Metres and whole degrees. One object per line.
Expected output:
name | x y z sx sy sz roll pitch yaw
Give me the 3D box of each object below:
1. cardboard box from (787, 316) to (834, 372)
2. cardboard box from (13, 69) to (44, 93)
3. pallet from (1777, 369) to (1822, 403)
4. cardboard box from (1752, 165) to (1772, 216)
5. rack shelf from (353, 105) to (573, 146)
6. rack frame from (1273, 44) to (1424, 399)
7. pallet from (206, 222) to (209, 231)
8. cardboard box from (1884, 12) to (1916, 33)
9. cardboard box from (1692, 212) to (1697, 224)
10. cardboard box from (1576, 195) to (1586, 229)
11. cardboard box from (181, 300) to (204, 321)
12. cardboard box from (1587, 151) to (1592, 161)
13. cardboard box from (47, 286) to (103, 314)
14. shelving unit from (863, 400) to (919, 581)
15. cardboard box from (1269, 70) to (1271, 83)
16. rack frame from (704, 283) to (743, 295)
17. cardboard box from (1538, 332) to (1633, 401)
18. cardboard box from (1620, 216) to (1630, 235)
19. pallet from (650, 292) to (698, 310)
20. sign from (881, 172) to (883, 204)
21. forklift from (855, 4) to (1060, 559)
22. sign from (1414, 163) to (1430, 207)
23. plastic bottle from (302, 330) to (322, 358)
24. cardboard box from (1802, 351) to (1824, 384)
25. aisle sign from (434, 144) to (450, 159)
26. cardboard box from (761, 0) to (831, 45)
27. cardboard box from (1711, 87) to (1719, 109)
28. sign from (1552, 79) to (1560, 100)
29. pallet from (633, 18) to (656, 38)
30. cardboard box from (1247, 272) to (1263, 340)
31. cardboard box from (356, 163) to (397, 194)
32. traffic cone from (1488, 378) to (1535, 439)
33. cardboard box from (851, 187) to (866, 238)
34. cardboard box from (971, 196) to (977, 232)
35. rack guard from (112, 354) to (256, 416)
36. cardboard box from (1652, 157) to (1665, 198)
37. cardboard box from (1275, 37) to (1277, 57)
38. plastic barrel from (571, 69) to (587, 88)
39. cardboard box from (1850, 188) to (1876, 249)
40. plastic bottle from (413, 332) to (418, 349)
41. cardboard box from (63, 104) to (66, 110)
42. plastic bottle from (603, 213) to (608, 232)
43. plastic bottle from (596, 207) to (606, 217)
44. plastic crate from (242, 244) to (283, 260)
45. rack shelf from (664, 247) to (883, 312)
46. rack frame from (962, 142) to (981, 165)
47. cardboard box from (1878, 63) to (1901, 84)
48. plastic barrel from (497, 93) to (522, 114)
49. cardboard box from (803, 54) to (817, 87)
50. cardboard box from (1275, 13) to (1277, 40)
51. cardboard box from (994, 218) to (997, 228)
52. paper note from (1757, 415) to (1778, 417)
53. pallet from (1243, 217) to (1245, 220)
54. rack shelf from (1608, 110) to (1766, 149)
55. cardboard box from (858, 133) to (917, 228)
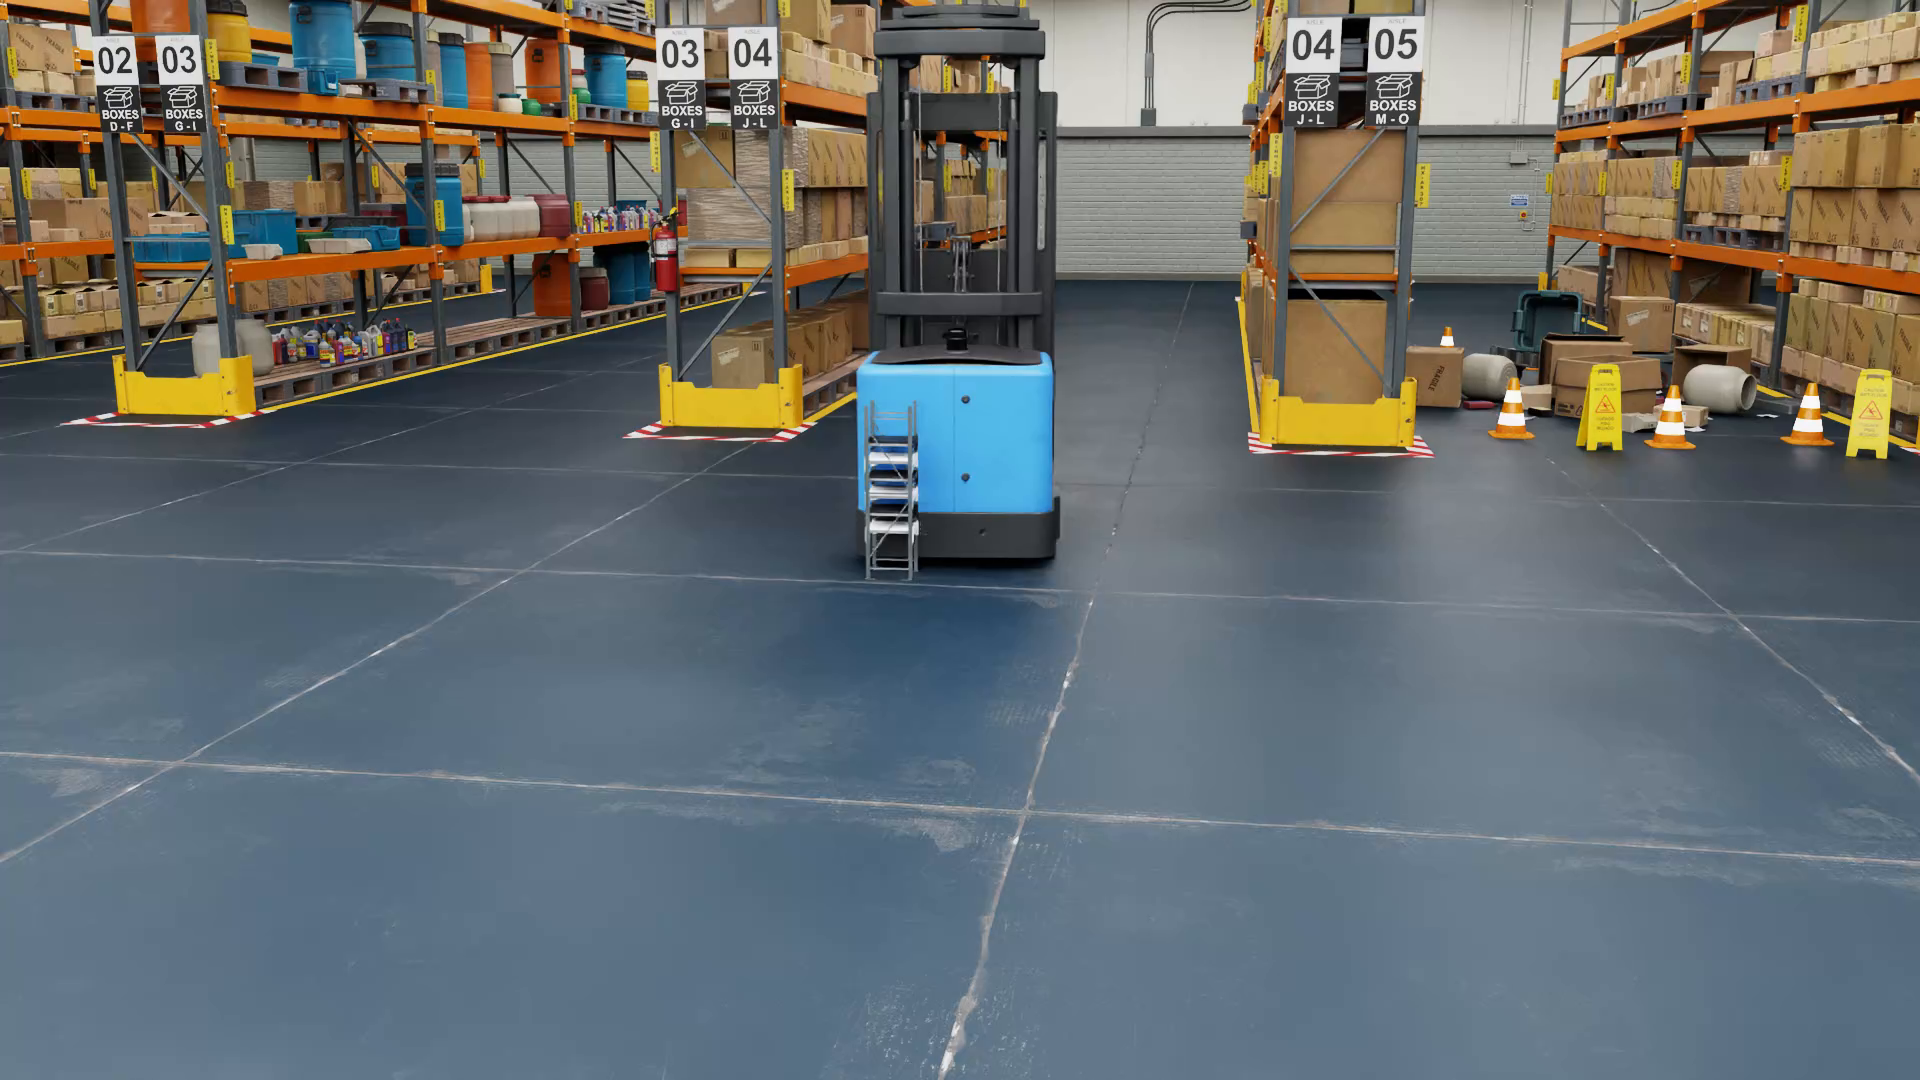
cardboard box | -1.515 -1.908 16.162 0.500 0.500 0.500 1 12 4
cardboard box | -10.999 -5.306 19.232 0.500 0.250 0.500 3 13 15
pallet | 8.408 -1.432 15.639 1.003 0.211 1.213 2 12 9
cardboard box | 8.396 -3.543 16.873 0.500 0.500 0.500 2 12 9
rack shelf | -5.902 -4.949 19.926 1.077 0.370 4.000 2 12 9
rack frame | 2.955 -2.243 12.782 1.000 3.000 0.127 2 12 9
pallet | -10.453 -4.462 23.532 1.213 0.211 1.003 2 12 9
cardboard box | 7.824 -4.238 13.620 0.380 0.149 0.250 2 12 10
cardboard box | 8.858 -3.790 19.559 0.380 0.149 0.250 1 12 5
cardboard box | 9.662 -4.968 25.188 0.500 0.500 0.500 2 12 8
cardboard box | -10.404 -3.048 22.048 0.500 0.250 0.500 2 12 8
cardboard box | 9.699 -5.795 25.113 0.380 0.149 0.250 2 12 7
cardboard box | -10.712 -2.897 20.013 0.500 0.311 0.500 2 12 8
shelving unit | -0.351 -0.254 8.537 0.258 0.900 0.210 1 12 6
cardboard box | 3.622 -5.125 18.011 0.500 0.311 0.500 1 12 7
rack frame | -4.364 -5.916 29.825 1.000 3.000 0.127 2 12 9
cardboard box | 5.765 -1.593 15.366 0.797 0.637 0.503 2 12 9
cardboard box | 9.206 -4.232 22.365 0.500 0.250 0.500 2 12 8
pallet | -4.905 -3.875 26.971 1.003 0.211 1.213 2 12 9
sign | -0.778 -3.665 17.324 0.100 0.325 0.005 2 12 9
forklift | 0.020 -1.589 9.910 1.130 2.935 3.031 0 12 2
sign | 3.502 -2.686 12.594 0.100 0.325 0.005 2 12 9
plastic bottle | -6.688 -2.020 17.166 0.152 0.276 0.135 2 12 9
cardboard box | 8.048 -1.572 15.198 0.500 0.250 0.500 3 12 12
aisle sign | -9.538 -7.372 30.410 0.394 0.787 0.004 2 12 9
cardboard box | -1.436 -4.630 14.609 0.500 0.500 0.500 2 12 8
cardboard box | 8.836 -5.057 19.036 0.396 0.266 0.258 2 12 9
sign | 9.775 -7.386 27.263 0.100 0.325 0.005 2 12 9
pallet | -5.076 -7.555 24.588 1.003 0.211 1.213 2 12 9
cardboard box | 3.871 -2.708 19.283 1.050 0.750 0.750 2 12 10
cardboard box | -9.523 -5.871 27.007 0.500 0.500 0.500 2 12 10
traffic cone | 4.439 -1.068 13.349 0.336 0.463 0.334 2 12 9
cardboard box | -1.446 -3.360 17.022 0.875 0.500 0.500 2 12 9
cardboard box | -0.044 -4.654 23.731 0.500 0.500 0.500 2 12 8
rack guard | -6.860 -1.381 14.714 1.175 0.500 0.348 2 12 9
cardboard box | 8.983 -4.530 20.783 0.500 0.500 0.500 2 12 10
cardboard box | 2.906 -4.239 14.283 0.380 0.149 0.250 2 12 9
plastic barrel | -5.471 -6.363 23.458 0.433 0.535 0.433 0 12 0
cardboard box | 7.931 -2.733 14.112 0.500 0.500 0.500 2 12 9
plastic bottle | -5.958 -2.180 18.085 0.097 0.201 0.097 0 12 0
cardboard box | -14.895 -7.202 27.792 0.500 0.250 0.500 2 12 9
plastic bottle | -5.022 -4.483 23.481 0.097 0.271 0.097 0 12 0
plastic bottle | -5.138 -4.605 23.859 0.144 0.351 0.185 2 12 9
plastic crate | -6.369 -2.632 15.214 0.298 0.136 0.250 2 12 9
rack shelf | -1.623 -2.490 15.633 1.077 0.370 4.000 2 12 9
rack frame | 0.530 -5.756 29.081 1.000 3.000 0.127 2 12 9
cardboard box | 7.832 -3.852 13.723 0.380 0.149 0.250 2 12 8
plastic barrel | -5.559 -5.377 20.533 0.301 0.262 0.301 0 12 0
cardboard box | -1.528 -4.018 14.251 0.500 0.250 0.500 2 12 7
cardboard box | 2.988 -4.460 14.366 0.500 0.250 0.500 2 12 9
cardboard box | 0.369 -4.961 25.987 0.380 0.149 0.250 2 12 11
paper note | 7.034 -1.087 14.465 0.142 0.019 0.148 -2 12 -11
pallet | 4.539 -4.493 23.677 1.003 0.211 1.213 2 12 9
rack shelf | 9.399 -5.300 21.555 1.077 0.370 4.000 2 12 9
cardboard box | -1.055 -3.917 18.128 1.000 1.000 1.000 2 12 9
